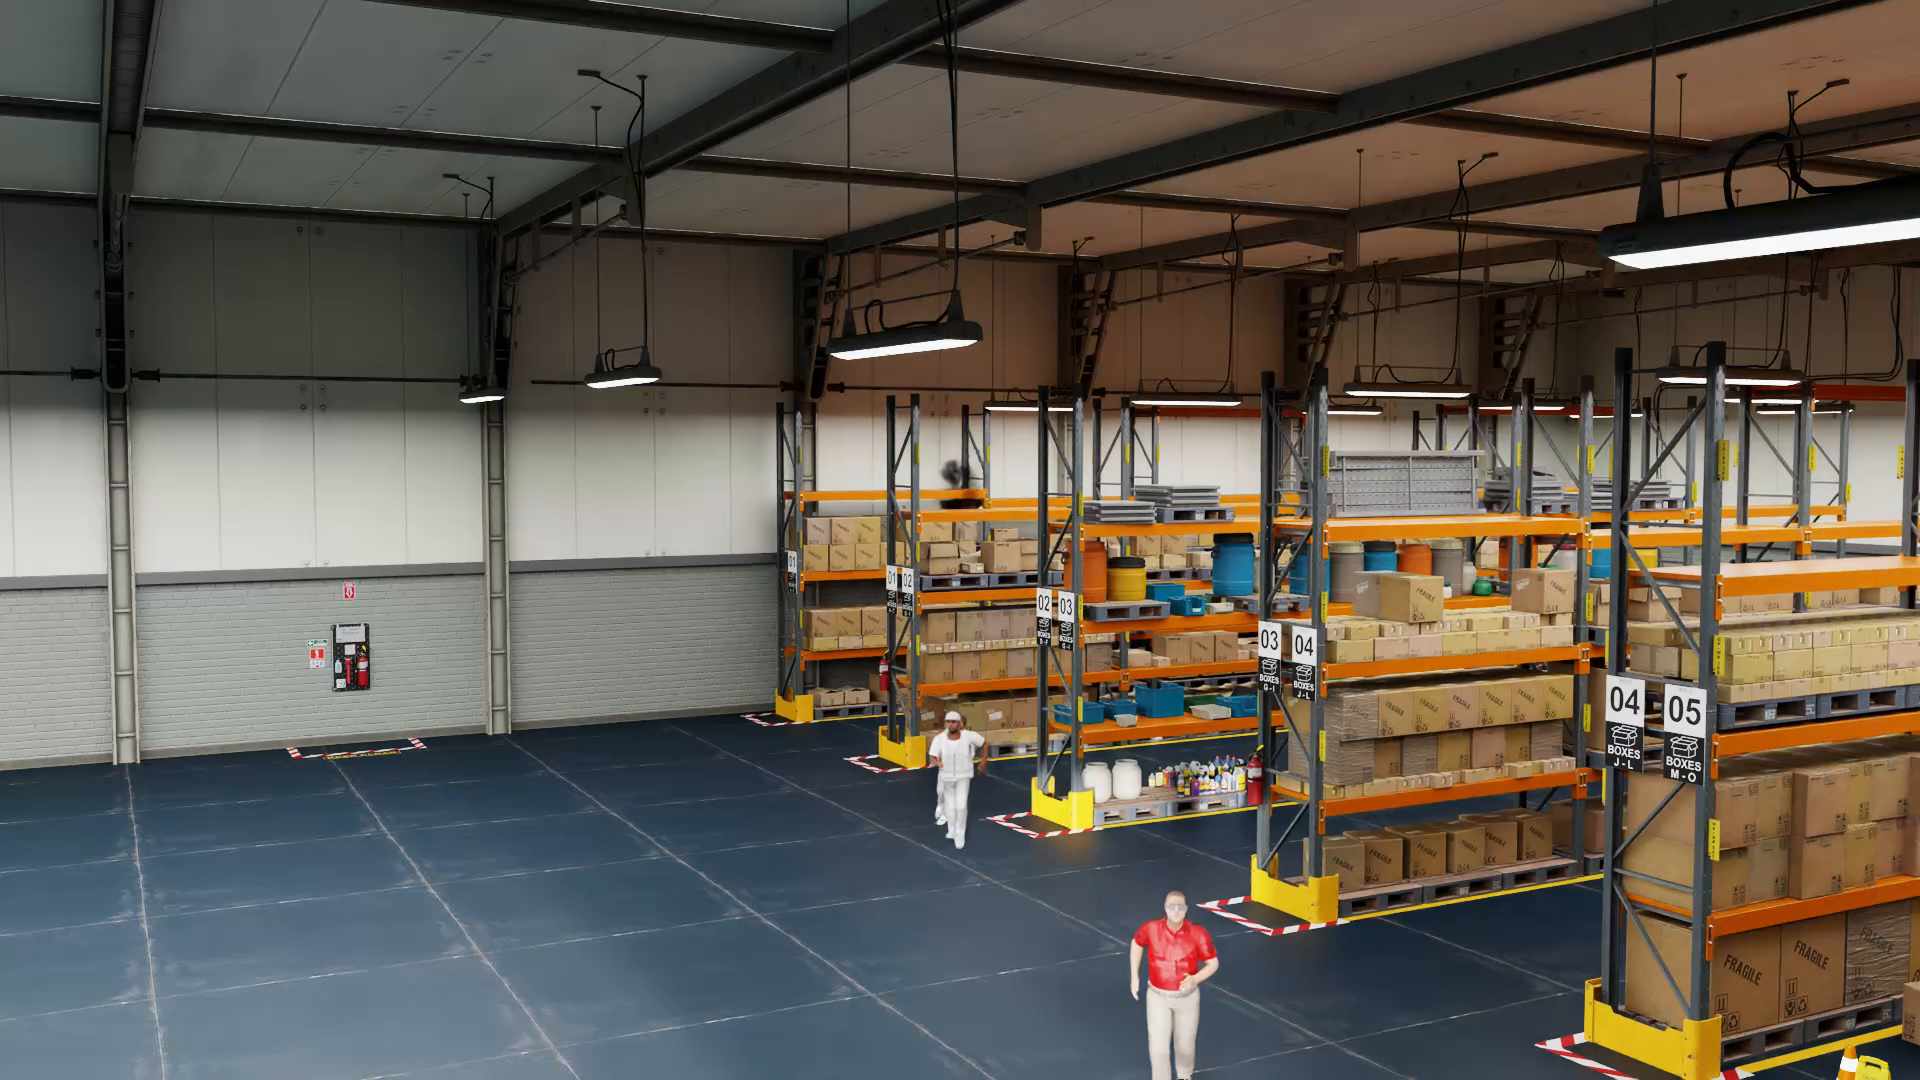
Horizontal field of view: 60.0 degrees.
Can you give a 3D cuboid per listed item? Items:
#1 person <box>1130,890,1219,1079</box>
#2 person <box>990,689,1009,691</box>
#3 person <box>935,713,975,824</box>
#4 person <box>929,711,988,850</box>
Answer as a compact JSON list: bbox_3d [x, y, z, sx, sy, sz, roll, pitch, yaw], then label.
[{"bbox_3d":[1.653,3.586,12.846,0.681,1.783,0.837,0,3,7],"label":"person"},{"bbox_3d":[0.811,2.623,29.792,0.640,1.737,0.709,-2,4,-31],"label":"person"},{"bbox_3d":[-0.079,3.115,22.614,0.569,1.544,0.516,1,3,9],"label":"person"},{"bbox_3d":[-0.032,3.073,21.375,0.717,1.767,0.862,1,3,12],"label":"person"}]
